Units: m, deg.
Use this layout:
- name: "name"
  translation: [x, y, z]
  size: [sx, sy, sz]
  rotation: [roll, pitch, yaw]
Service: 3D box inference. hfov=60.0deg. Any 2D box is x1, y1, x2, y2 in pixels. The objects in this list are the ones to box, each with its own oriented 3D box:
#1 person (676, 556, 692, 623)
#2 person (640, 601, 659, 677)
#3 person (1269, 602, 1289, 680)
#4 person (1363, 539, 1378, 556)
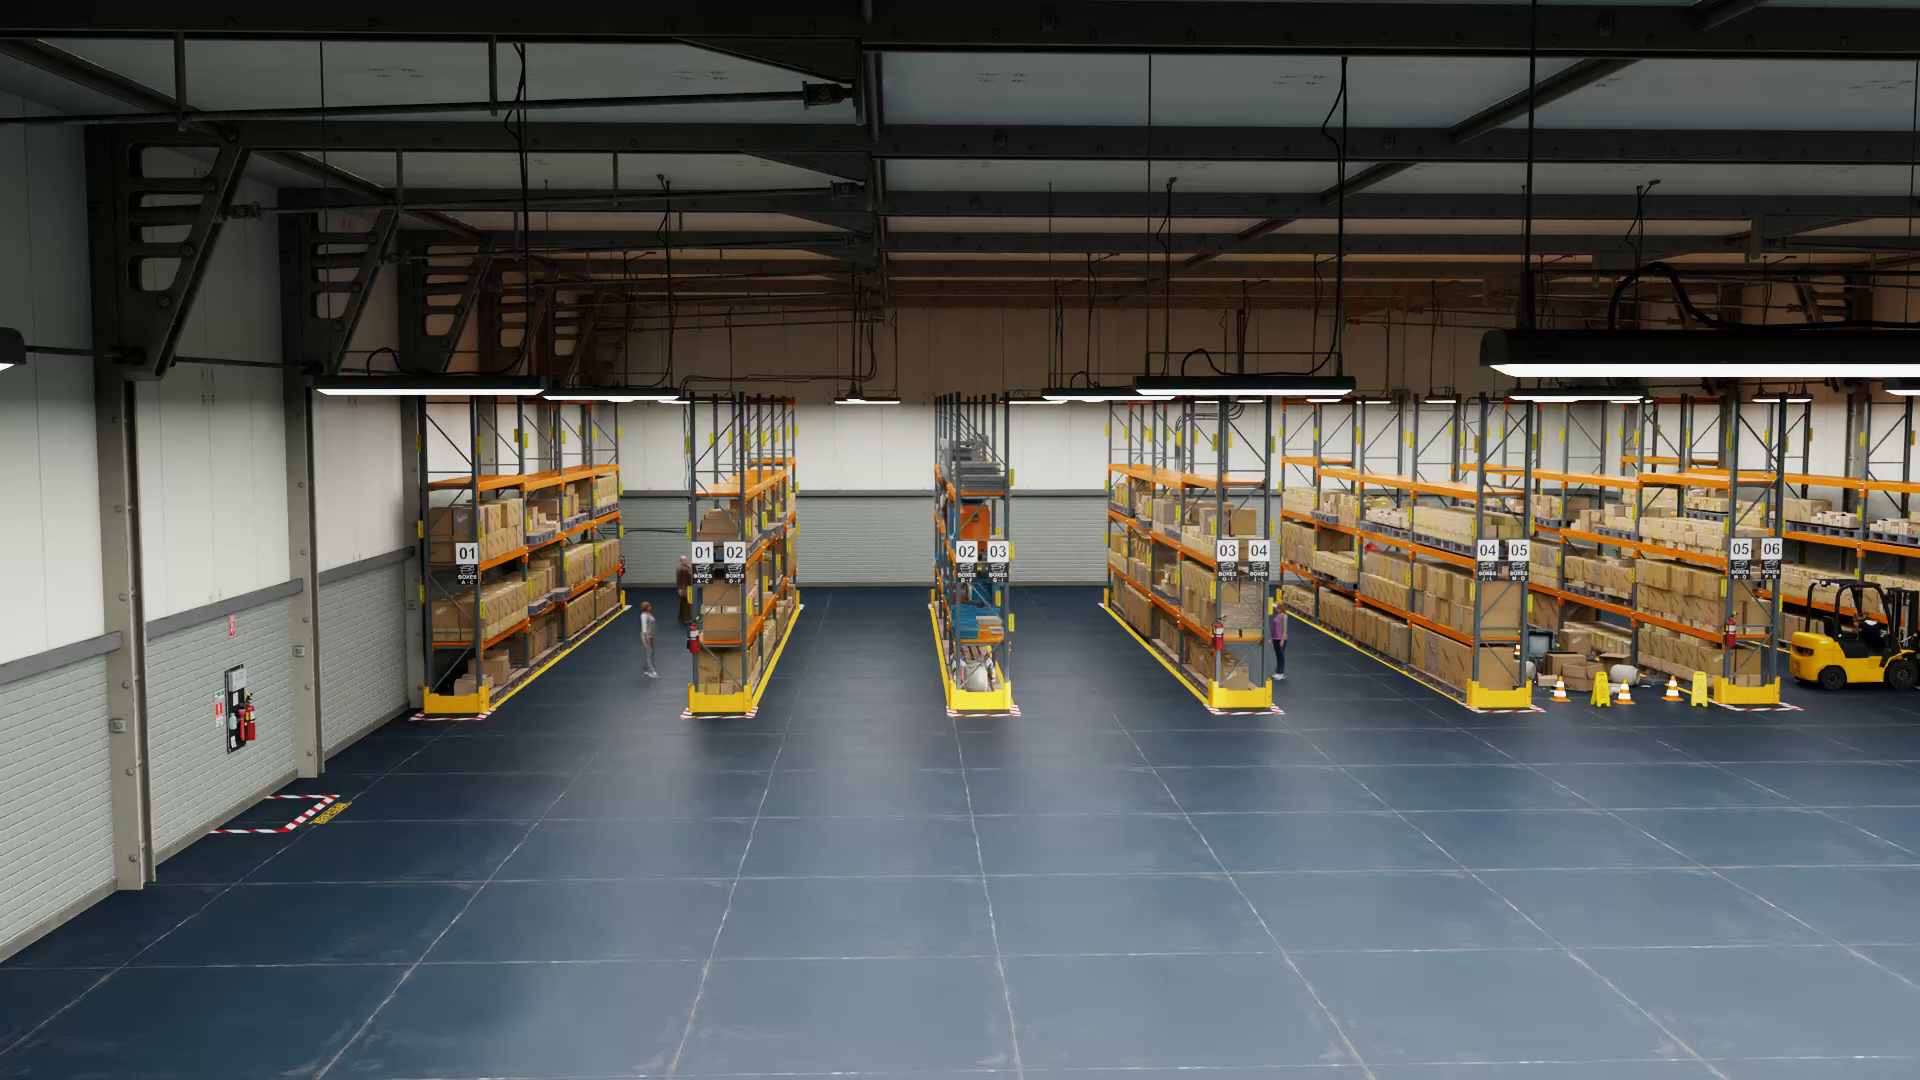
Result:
- name: "person"
  translation: [-7.195, 1.307, 44.047]
  size: [0.610, 1.781, 0.604]
  rotation: [1, 5, 10]
- name: "person"
  translation: [-6.570, 2.102, 35.457]
  size: [0.563, 1.601, 0.422]
  rotation: [2, 5, 26]
- name: "person"
  translation: [6.721, 2.121, 35.073]
  size: [0.492, 1.615, 0.435]
  rotation: [-3, 6, -35]
- name: "person"
  translation: [12.659, 0.747, 51.335]
  size: [0.681, 1.691, 0.589]
  rotation: [-3, 6, -35]
